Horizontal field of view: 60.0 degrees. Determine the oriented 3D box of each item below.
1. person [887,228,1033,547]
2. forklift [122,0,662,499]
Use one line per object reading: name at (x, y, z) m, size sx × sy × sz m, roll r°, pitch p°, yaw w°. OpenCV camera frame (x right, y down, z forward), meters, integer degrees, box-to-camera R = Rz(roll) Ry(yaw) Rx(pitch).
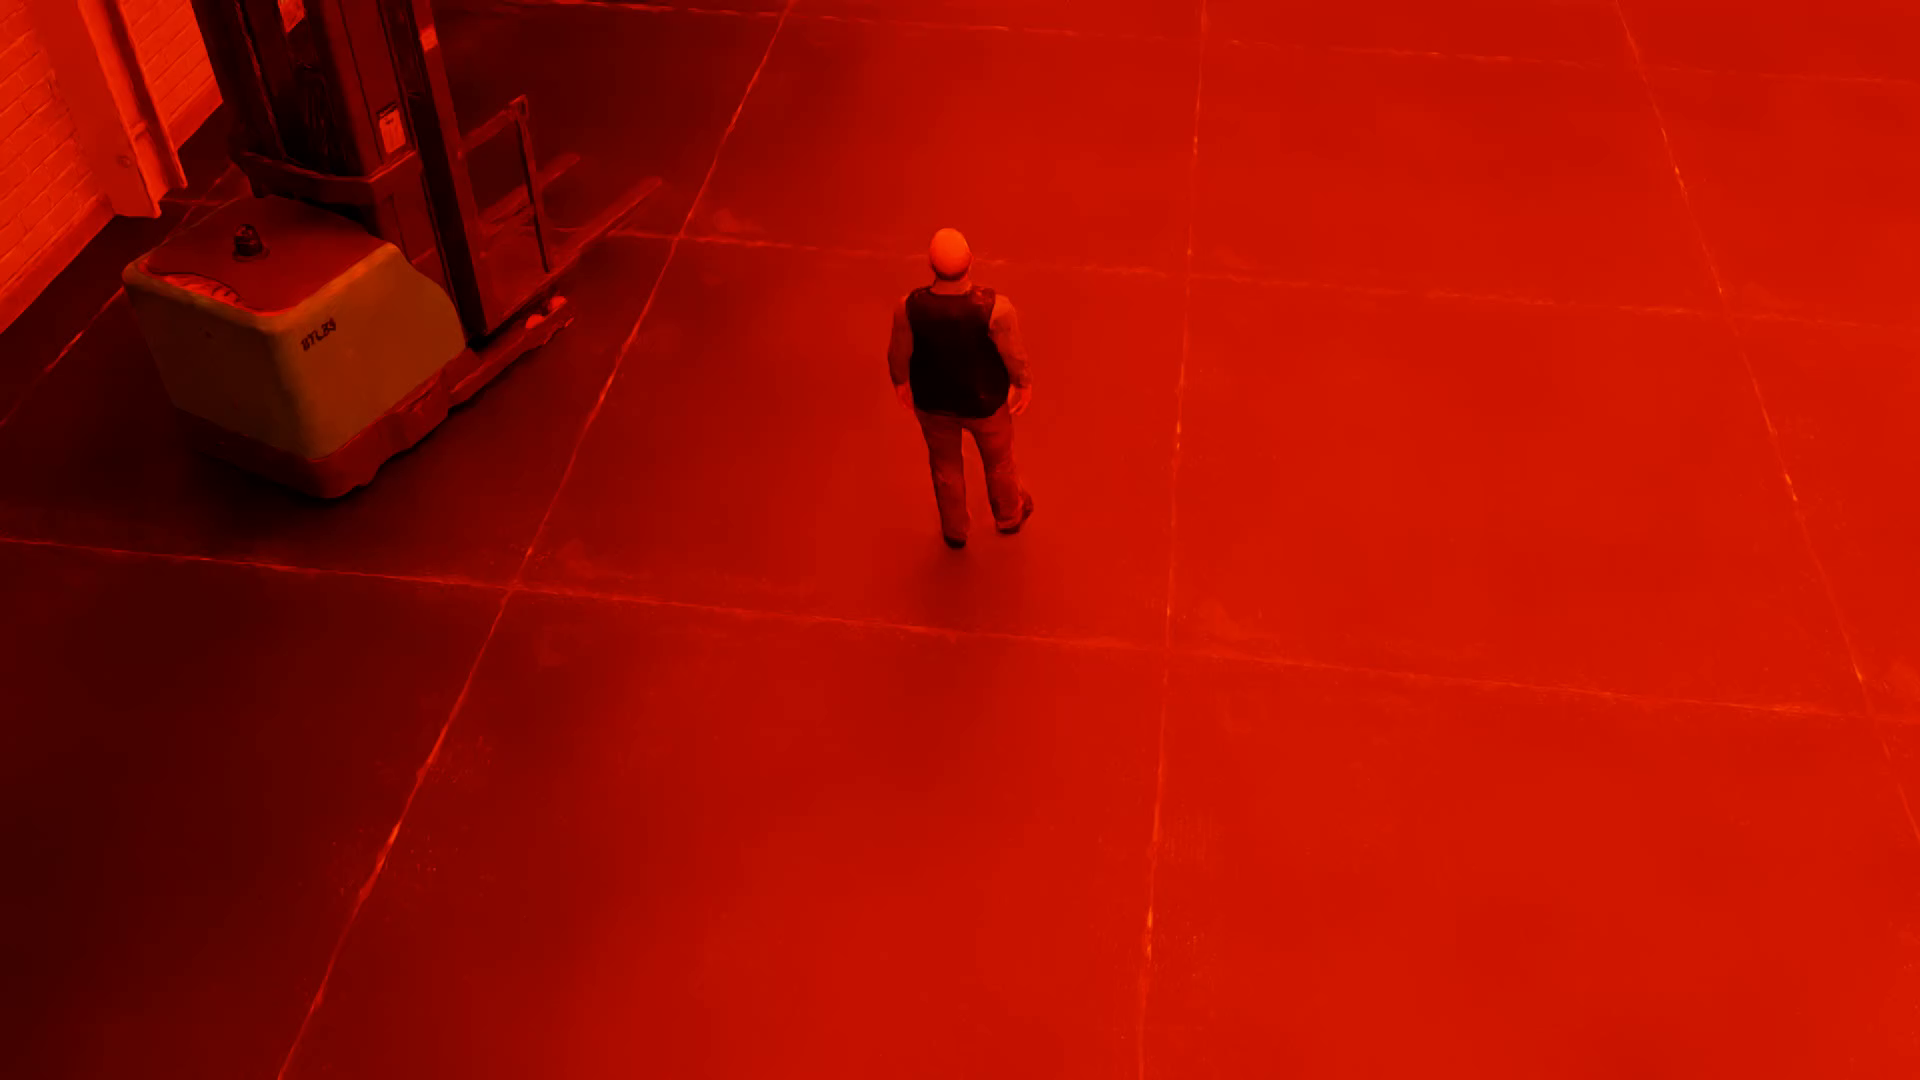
person at (0.016, -0.680, 7.349) m, size 0.632 × 1.720 × 0.567 m, roll 5°, pitch 43°, yaw 6°
forklift at (-2.768, -2.267, 8.193) m, size 1.130 × 2.935 × 3.031 m, roll 19°, pitch 46°, yaw 20°
